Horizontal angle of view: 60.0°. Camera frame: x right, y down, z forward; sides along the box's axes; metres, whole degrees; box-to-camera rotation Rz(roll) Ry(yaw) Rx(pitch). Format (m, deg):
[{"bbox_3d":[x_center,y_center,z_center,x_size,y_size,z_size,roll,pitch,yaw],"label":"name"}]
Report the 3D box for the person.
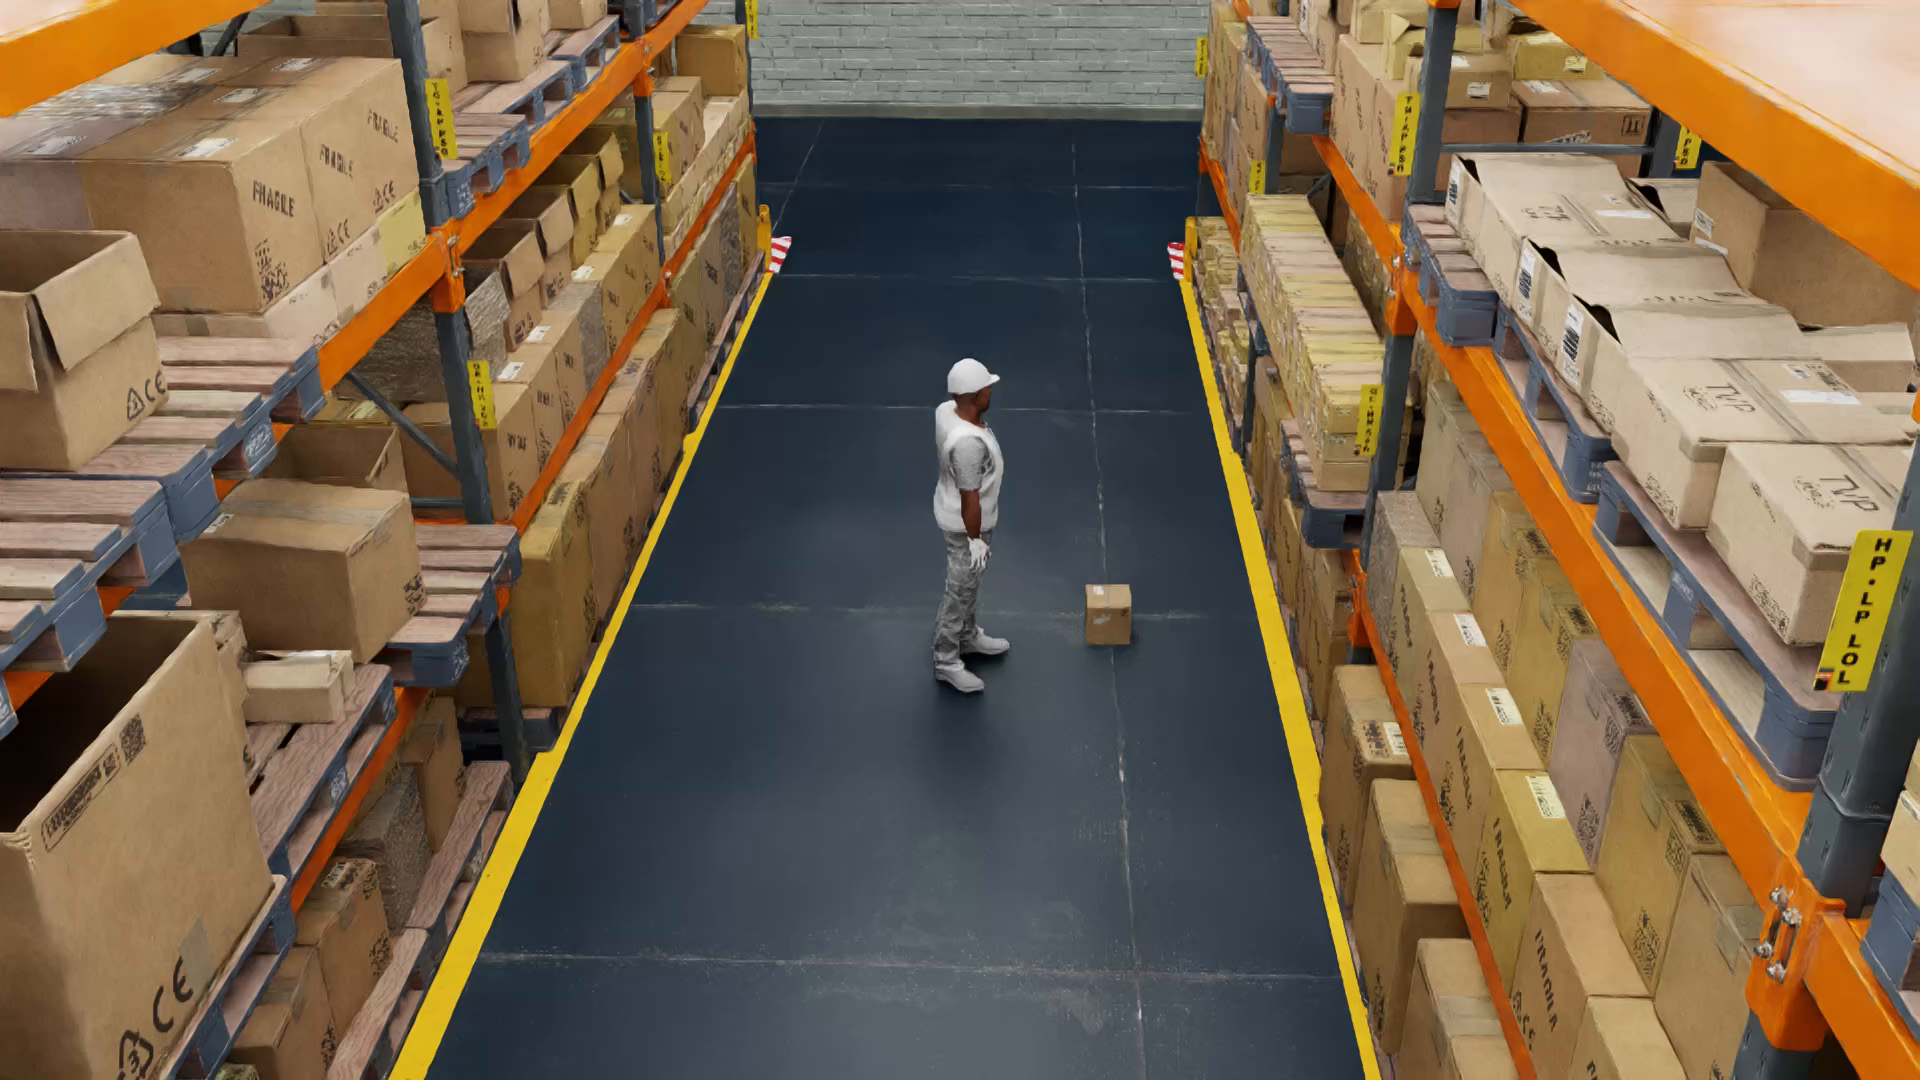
[{"bbox_3d":[0.060,-0.125,8.789,0.457,1.787,0.680,-3,28,-6],"label":"person"}]
